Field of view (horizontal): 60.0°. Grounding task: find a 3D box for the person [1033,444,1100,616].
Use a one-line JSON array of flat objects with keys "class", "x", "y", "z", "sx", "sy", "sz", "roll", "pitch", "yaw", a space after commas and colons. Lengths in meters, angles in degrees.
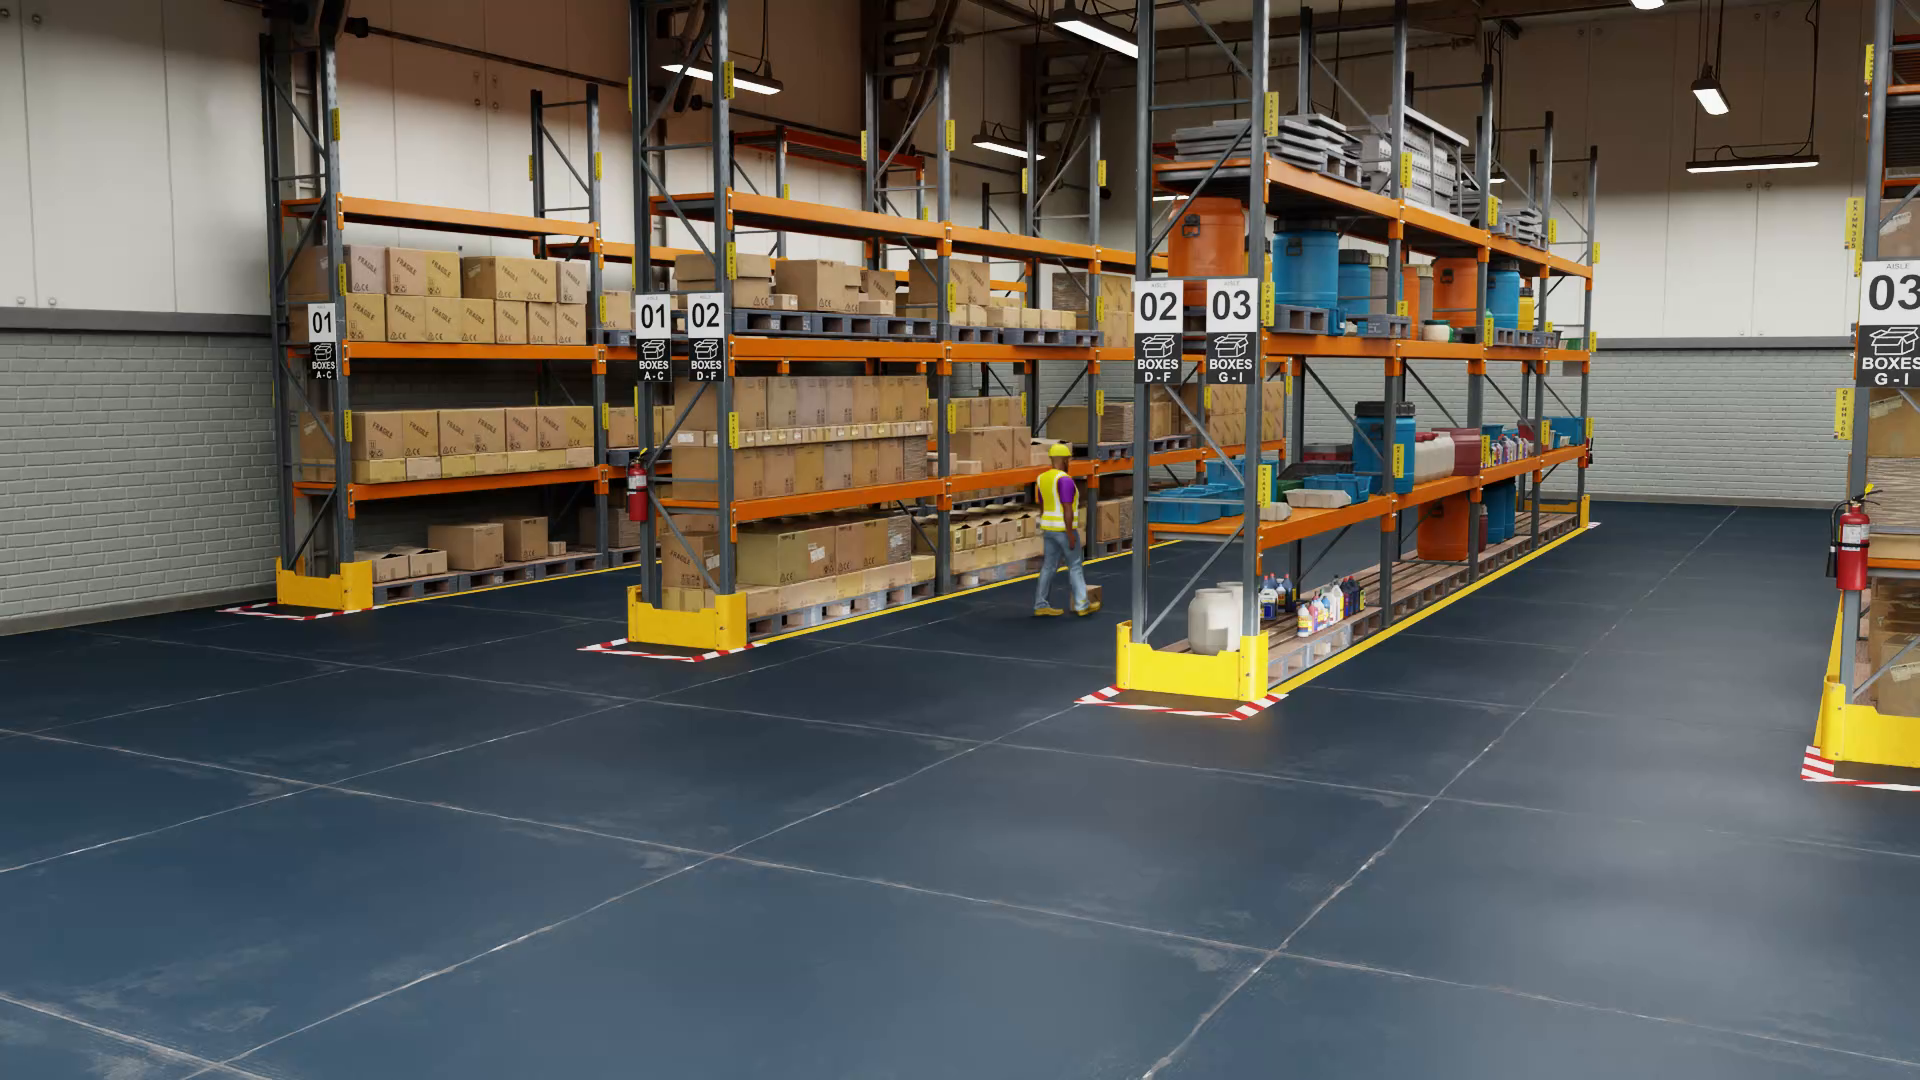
[{"class": "person", "x": 1.091, "y": -0.103, "z": 16.978, "sx": 0.732, "sy": 1.759, "sz": 0.587, "roll": -4, "pitch": 7, "yaw": -32}]
